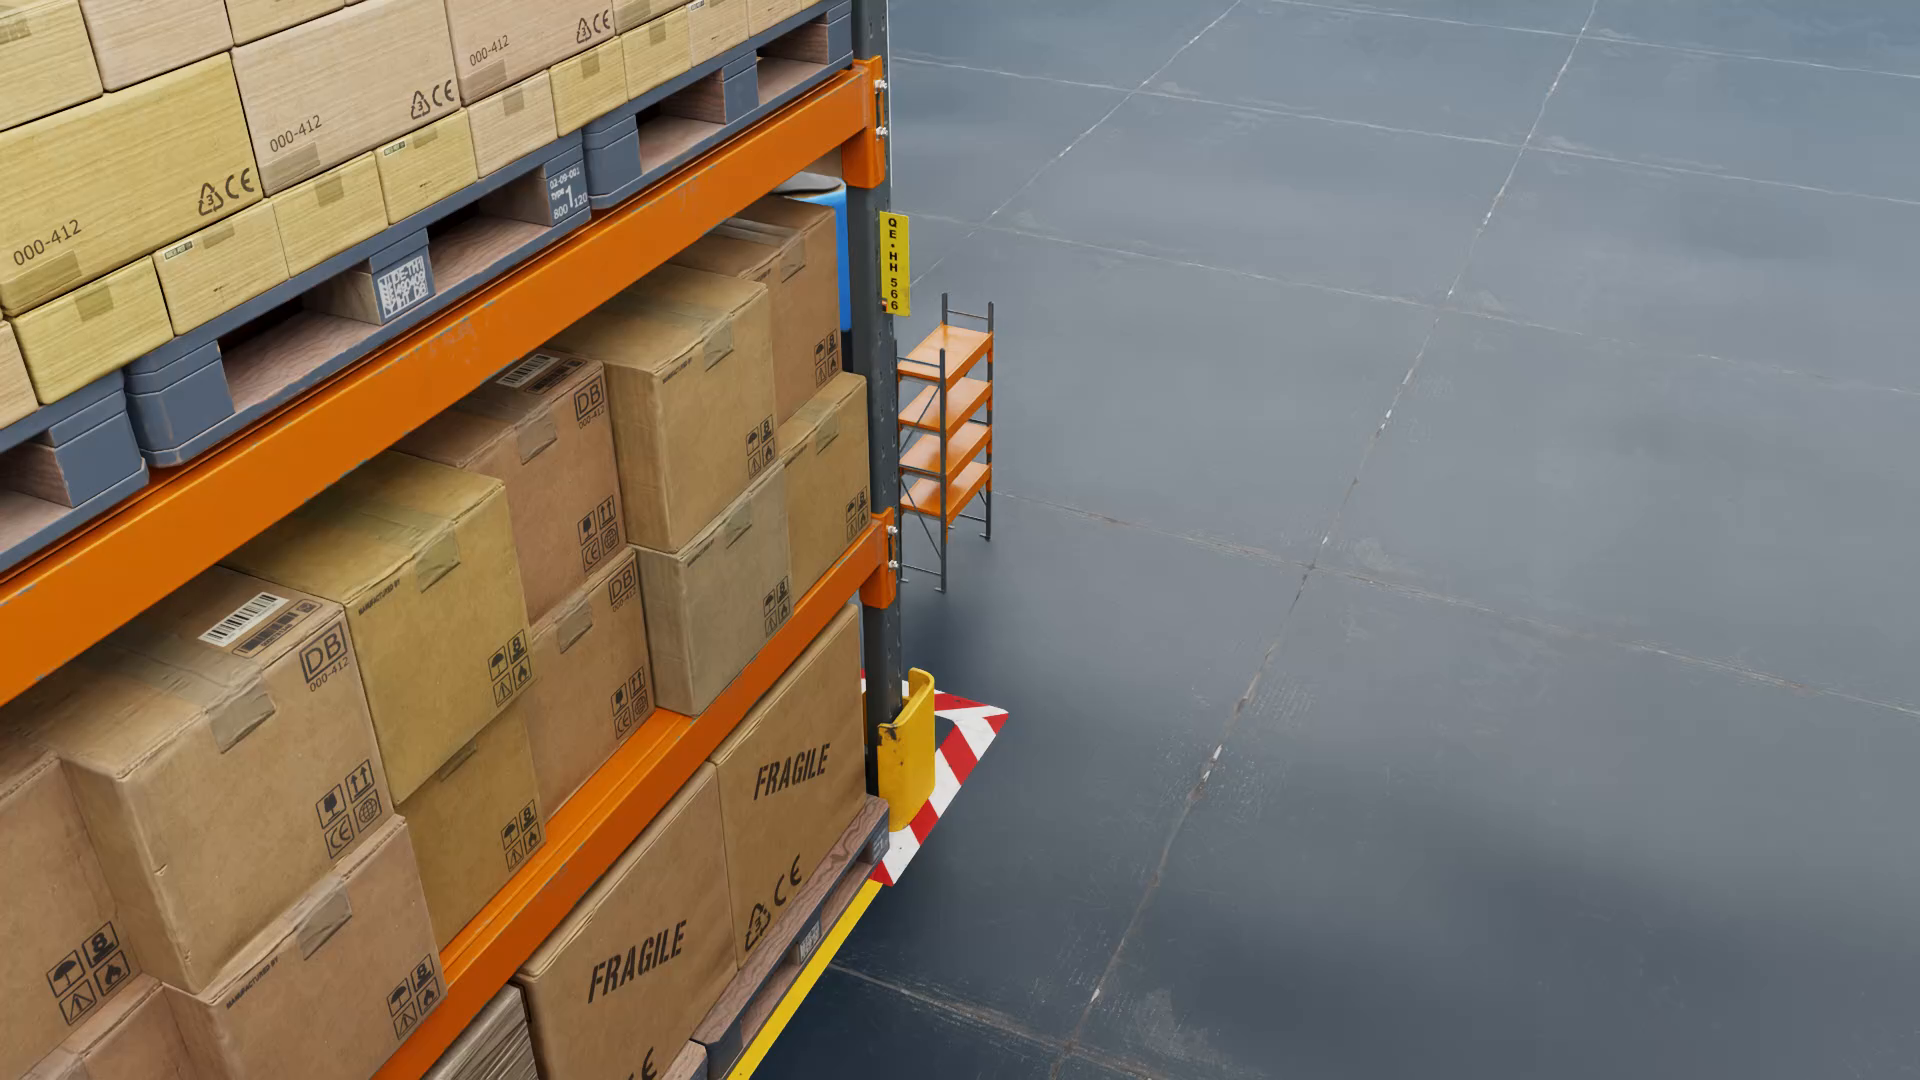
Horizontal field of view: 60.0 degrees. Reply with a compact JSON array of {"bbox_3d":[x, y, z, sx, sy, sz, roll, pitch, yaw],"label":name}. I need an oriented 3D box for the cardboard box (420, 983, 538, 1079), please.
[{"bbox_3d":[-1.659,1.581,4.158,0.875,0.875,0.875,14,36,21],"label":"cardboard box"}]

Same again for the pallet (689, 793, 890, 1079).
[{"bbox_3d":[-0.949,1.206,5.719,1.003,0.211,1.213,14,36,20],"label":"pallet"}]

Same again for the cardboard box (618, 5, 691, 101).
[{"bbox_3d":[-0.836,-1.121,3.744,0.380,0.149,0.250,15,36,21],"label":"cardboard box"}]

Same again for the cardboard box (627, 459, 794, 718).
[{"bbox_3d":[-1.010,0.035,4.825,0.875,0.550,0.550,14,36,20],"label":"cardboard box"}]

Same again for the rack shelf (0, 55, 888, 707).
[{"bbox_3d":[-1.522,-0.334,3.445,1.077,0.370,4.000,14,36,20],"label":"rack shelf"}]

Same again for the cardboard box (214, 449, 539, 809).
[{"bbox_3d":[-1.484,0.122,3.708,0.875,0.550,0.500,14,36,20],"label":"cardboard box"}]

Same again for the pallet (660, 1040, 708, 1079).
[{"bbox_3d":[-1.461,1.811,4.796,1.003,0.211,1.213,14,36,20],"label":"pallet"}]

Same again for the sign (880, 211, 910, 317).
[{"bbox_3d":[-0.199,-0.829,5.006,0.100,0.325,0.005,14,36,20],"label":"sign"}]

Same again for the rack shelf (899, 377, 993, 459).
[{"bbox_3d":[-0.069,-0.550,7.210,0.258,0.148,0.480,14,36,20],"label":"rack shelf"}]

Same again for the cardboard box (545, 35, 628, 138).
[{"bbox_3d":[-0.943,-0.993,3.548,0.380,0.149,0.250,14,36,20],"label":"cardboard box"}]

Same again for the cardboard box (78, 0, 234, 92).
[{"bbox_3d":[-1.367,-0.822,2.561,0.380,0.149,0.250,14,36,20],"label":"cardboard box"}]

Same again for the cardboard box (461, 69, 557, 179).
[{"bbox_3d":[-1.049,-0.867,3.357,0.380,0.149,0.250,14,36,21],"label":"cardboard box"}]

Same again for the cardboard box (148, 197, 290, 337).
[{"bbox_3d":[-1.367,-0.489,2.780,0.380,0.149,0.250,14,36,21],"label":"cardboard box"}]

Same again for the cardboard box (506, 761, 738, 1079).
[{"bbox_3d":[-1.276,1.128,4.849,0.875,0.875,0.875,14,36,20],"label":"cardboard box"}]

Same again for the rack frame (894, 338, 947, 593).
[{"bbox_3d":[-0.171,-0.298,7.110,0.240,1.200,0.015,14,36,20],"label":"rack frame"}]

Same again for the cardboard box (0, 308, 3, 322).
[{"bbox_3d":[-1.691,-0.349,2.203,0.500,0.250,0.500,14,36,20],"label":"cardboard box"}]

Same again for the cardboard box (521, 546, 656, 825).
[{"bbox_3d":[-1.358,0.285,4.443,0.875,0.550,0.550,14,36,20],"label":"cardboard box"}]

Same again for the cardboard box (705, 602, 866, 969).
[{"bbox_3d":[-0.909,0.689,5.518,0.875,0.875,0.875,14,36,21],"label":"cardboard box"}]

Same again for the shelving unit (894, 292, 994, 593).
[{"bbox_3d":[-0.069,-0.419,7.295,0.258,1.200,0.503,14,36,20],"label":"shelving unit"}]

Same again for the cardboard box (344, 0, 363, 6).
[{"bbox_3d":[-1.156,-1.072,2.941,0.380,0.149,0.250,14,36,21],"label":"cardboard box"}]

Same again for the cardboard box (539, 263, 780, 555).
[{"bbox_3d":[-1.022,-0.420,4.533,0.875,0.550,0.550,14,36,20],"label":"cardboard box"}]

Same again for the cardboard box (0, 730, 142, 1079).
[{"bbox_3d":[-2.049,0.625,2.940,0.875,0.550,0.550,14,36,20],"label":"cardboard box"}]

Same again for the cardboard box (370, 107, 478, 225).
[{"bbox_3d":[-1.155,-0.741,3.163,0.380,0.149,0.250,15,36,21],"label":"cardboard box"}]

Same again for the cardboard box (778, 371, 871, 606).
[{"bbox_3d":[-0.800,-0.244,5.250,0.875,0.550,0.550,14,36,20],"label":"cardboard box"}]

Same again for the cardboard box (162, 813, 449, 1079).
[{"bbox_3d":[-1.673,0.845,3.589,0.875,0.550,0.550,14,36,20],"label":"cardboard box"}]

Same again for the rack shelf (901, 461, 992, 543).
[{"bbox_3d":[-0.069,-0.197,7.441,0.258,0.148,0.480,14,36,20],"label":"rack shelf"}]

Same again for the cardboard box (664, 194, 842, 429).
[{"bbox_3d":[-0.876,-0.715,4.984,0.875,0.550,0.550,14,36,20],"label":"cardboard box"}]

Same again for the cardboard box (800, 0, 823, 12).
[{"bbox_3d":[-0.517,-1.500,4.322,0.380,0.149,0.250,14,36,20],"label":"cardboard box"}]

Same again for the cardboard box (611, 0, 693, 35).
[{"bbox_3d":[-0.847,-1.353,3.734,0.500,0.250,0.500,14,36,21],"label":"cardboard box"}]

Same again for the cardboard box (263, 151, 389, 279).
[{"bbox_3d":[-1.262,-0.612,2.968,0.380,0.149,0.250,15,36,21],"label":"cardboard box"}]

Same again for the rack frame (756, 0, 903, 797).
[{"bbox_3d":[-0.686,-0.377,5.589,1.000,3.000,0.127,14,36,20],"label":"rack frame"}]

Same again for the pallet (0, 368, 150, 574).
[{"bbox_3d":[-2.007,-0.007,2.370,1.003,0.211,1.213,14,36,20],"label":"pallet"}]

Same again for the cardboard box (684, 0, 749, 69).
[{"bbox_3d":[-0.730,-1.247,3.935,0.380,0.149,0.250,15,36,21],"label":"cardboard box"}]

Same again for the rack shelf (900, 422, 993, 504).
[{"bbox_3d":[-0.069,-0.363,7.332,0.258,0.148,0.480,14,36,20],"label":"rack shelf"}]

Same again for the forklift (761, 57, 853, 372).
[{"bbox_3d":[-1.702,-2.677,9.160,1.130,2.935,3.031,-19,38,-27],"label":"forklift"}]

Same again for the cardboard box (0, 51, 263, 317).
[{"bbox_3d":[-1.480,-0.600,2.586,0.500,0.250,0.500,14,36,20],"label":"cardboard box"}]

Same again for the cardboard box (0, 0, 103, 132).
[{"bbox_3d":[-1.473,-0.696,2.369,0.380,0.149,0.250,15,36,21],"label":"cardboard box"}]

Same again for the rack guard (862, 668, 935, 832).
[{"bbox_3d":[-0.676,0.657,6.293,1.175,0.500,0.348,14,36,20],"label":"rack guard"}]

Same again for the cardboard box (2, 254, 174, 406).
[{"bbox_3d":[-1.474,-0.362,2.586,0.380,0.149,0.250,14,36,20],"label":"cardboard box"}]

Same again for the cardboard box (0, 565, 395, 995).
[{"bbox_3d":[-1.698,0.387,3.302,0.875,0.550,0.550,14,36,20],"label":"cardboard box"}]

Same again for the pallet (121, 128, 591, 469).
[{"bbox_3d":[-1.496,-0.612,3.294,1.003,0.211,1.213,14,36,20],"label":"pallet"}]

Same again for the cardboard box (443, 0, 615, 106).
[{"bbox_3d":[-1.057,-1.104,3.353,0.500,0.250,0.500,14,36,20],"label":"cardboard box"}]

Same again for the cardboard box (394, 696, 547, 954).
[{"bbox_3d":[-1.542,0.558,4.026,0.875,0.550,0.500,14,36,20],"label":"cardboard box"}]

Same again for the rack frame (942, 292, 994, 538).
[{"bbox_3d":[0.033,-0.541,7.481,0.240,1.200,0.015,14,36,20],"label":"rack frame"}]

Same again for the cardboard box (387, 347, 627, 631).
[{"bbox_3d":[-1.380,-0.172,4.156,0.875,0.550,0.550,14,36,20],"label":"cardboard box"}]

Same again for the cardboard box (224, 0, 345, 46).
[{"bbox_3d":[-1.262,-0.946,2.749,0.380,0.149,0.250,14,36,20],"label":"cardboard box"}]

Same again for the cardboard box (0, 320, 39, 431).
[{"bbox_3d":[-1.581,-0.233,2.389,0.380,0.149,0.250,14,36,20],"label":"cardboard box"}]

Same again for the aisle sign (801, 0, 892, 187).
[{"bbox_3d":[-0.383,-1.430,4.825,0.394,0.787,0.004,14,36,20],"label":"aisle sign"}]

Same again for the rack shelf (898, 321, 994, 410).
[{"bbox_3d":[-0.069,-0.748,7.080,0.258,0.148,0.480,14,36,20],"label":"rack shelf"}]

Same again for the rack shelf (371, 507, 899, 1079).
[{"bbox_3d":[-1.522,0.920,4.267,1.077,0.370,4.000,14,36,20],"label":"rack shelf"}]

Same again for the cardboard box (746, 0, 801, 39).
[{"bbox_3d":[-0.623,-1.375,4.131,0.380,0.149,0.250,14,36,21],"label":"cardboard box"}]

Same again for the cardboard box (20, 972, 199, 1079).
[{"bbox_3d":[-2.006,1.087,3.220,0.875,0.550,0.550,14,36,20],"label":"cardboard box"}]

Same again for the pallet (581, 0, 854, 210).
[{"bbox_3d":[-0.986,-1.222,4.224,1.003,0.211,1.213,14,36,20],"label":"pallet"}]

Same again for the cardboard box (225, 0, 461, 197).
[{"bbox_3d":[-1.269,-0.853,2.971,0.500,0.250,0.500,15,36,21],"label":"cardboard box"}]
